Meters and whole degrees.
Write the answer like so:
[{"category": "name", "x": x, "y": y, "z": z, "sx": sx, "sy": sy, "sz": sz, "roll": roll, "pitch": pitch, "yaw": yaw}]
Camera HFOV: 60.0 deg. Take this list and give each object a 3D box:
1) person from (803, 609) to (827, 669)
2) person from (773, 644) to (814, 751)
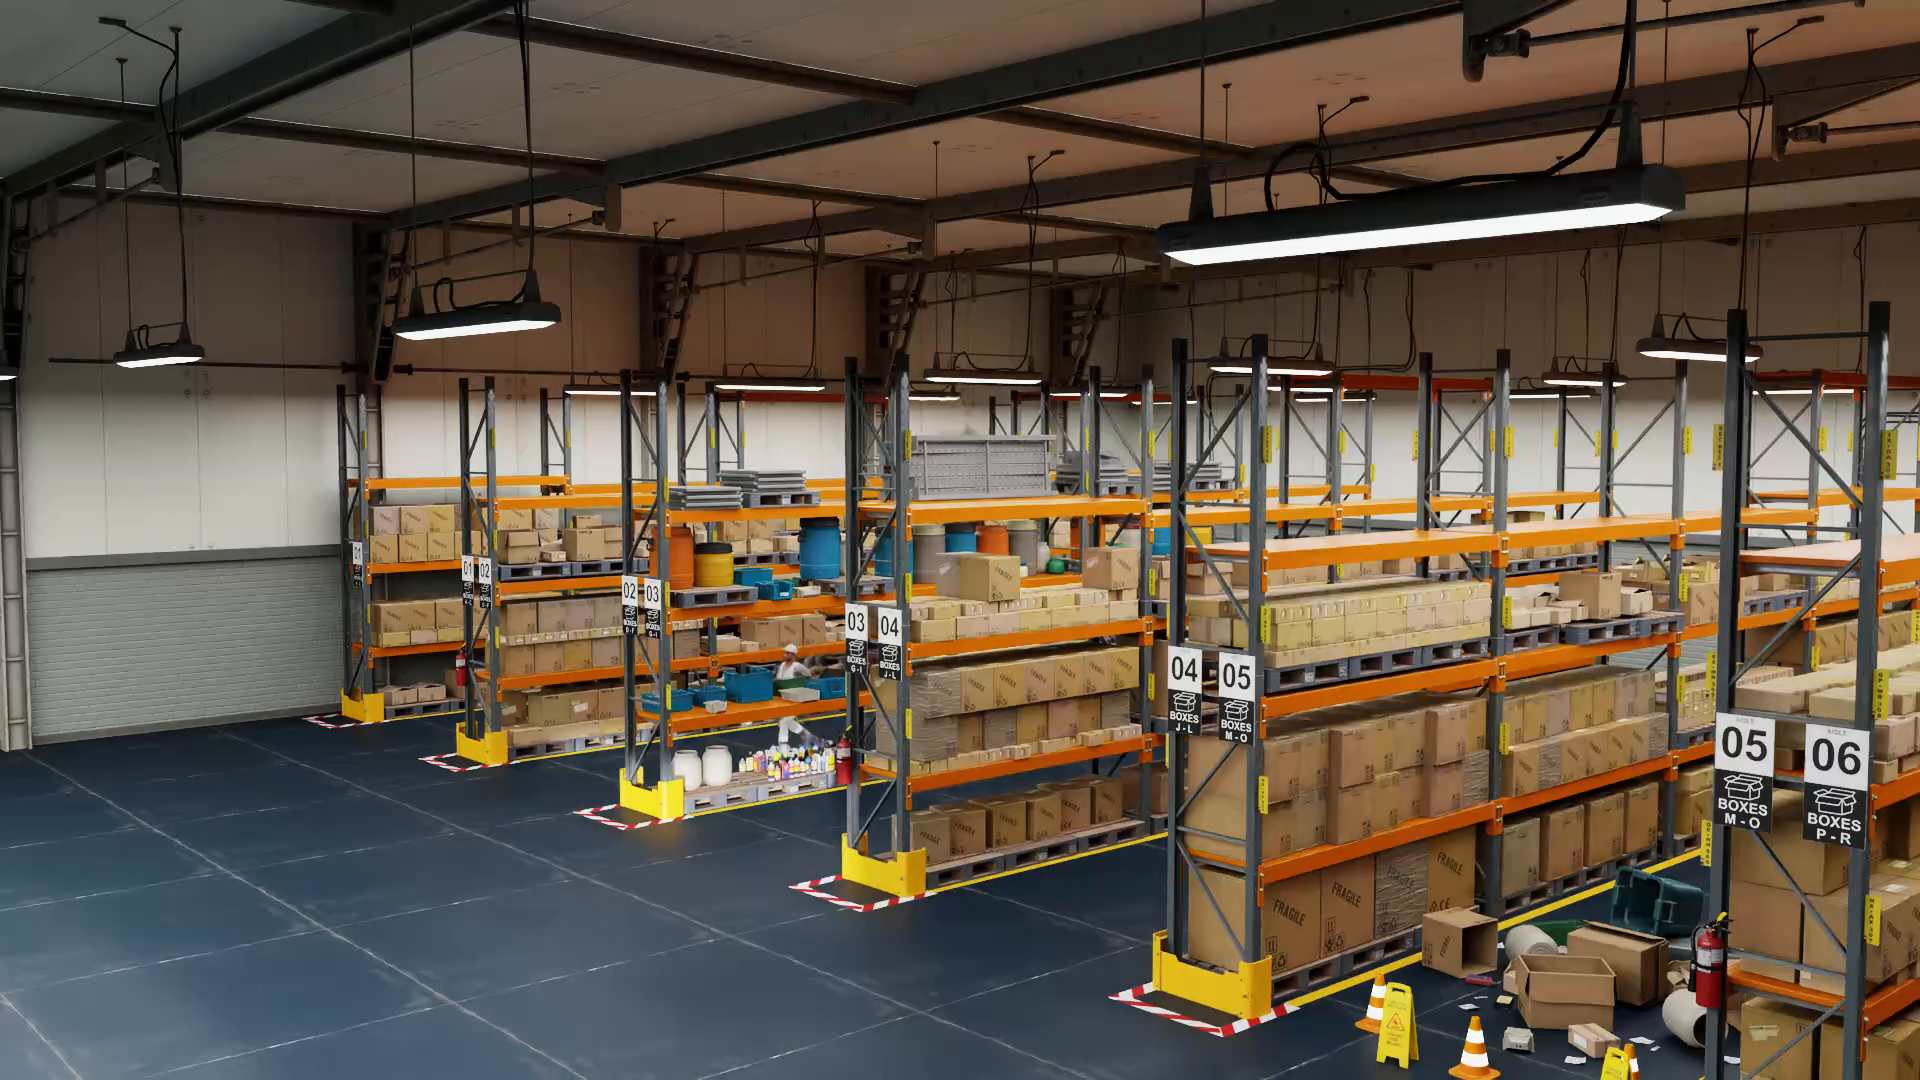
[{"category": "person", "x": -2.786, "y": 2.183, "z": 32.604, "sx": 0.587, "sy": 1.696, "sz": 0.627, "roll": -3, "pitch": 5, "yaw": -35}, {"category": "person", "x": -2.685, "y": 2.530, "z": 26.245, "sx": 0.993, "sy": 1.766, "sz": 0.662, "roll": -3, "pitch": 5, "yaw": -43}]
